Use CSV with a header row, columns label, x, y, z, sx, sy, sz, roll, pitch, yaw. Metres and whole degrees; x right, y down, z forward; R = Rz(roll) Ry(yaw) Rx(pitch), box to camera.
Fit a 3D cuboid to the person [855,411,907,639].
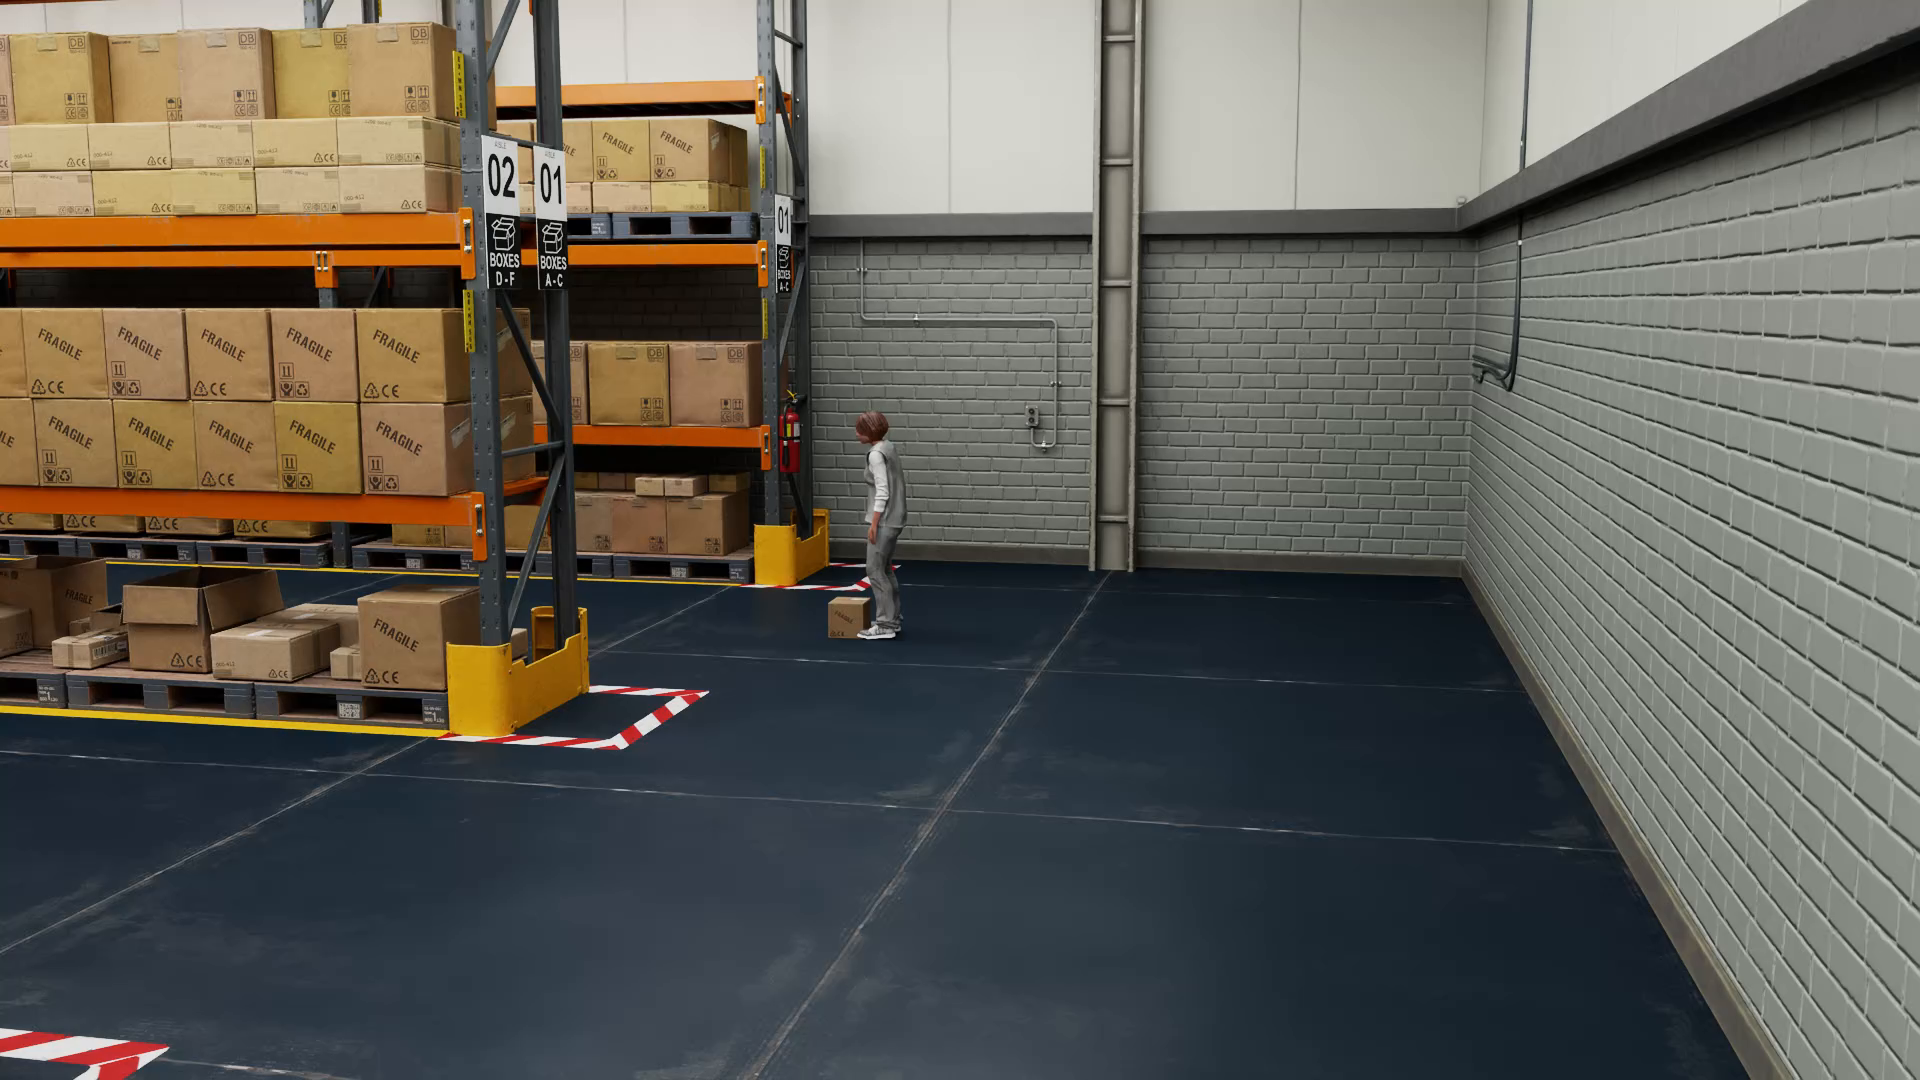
label,x,y,z,sx,sy,sz,roll,pitch,yaw
person,-0.545,-0.109,11.622,0.347,1.592,0.483,1,8,8
